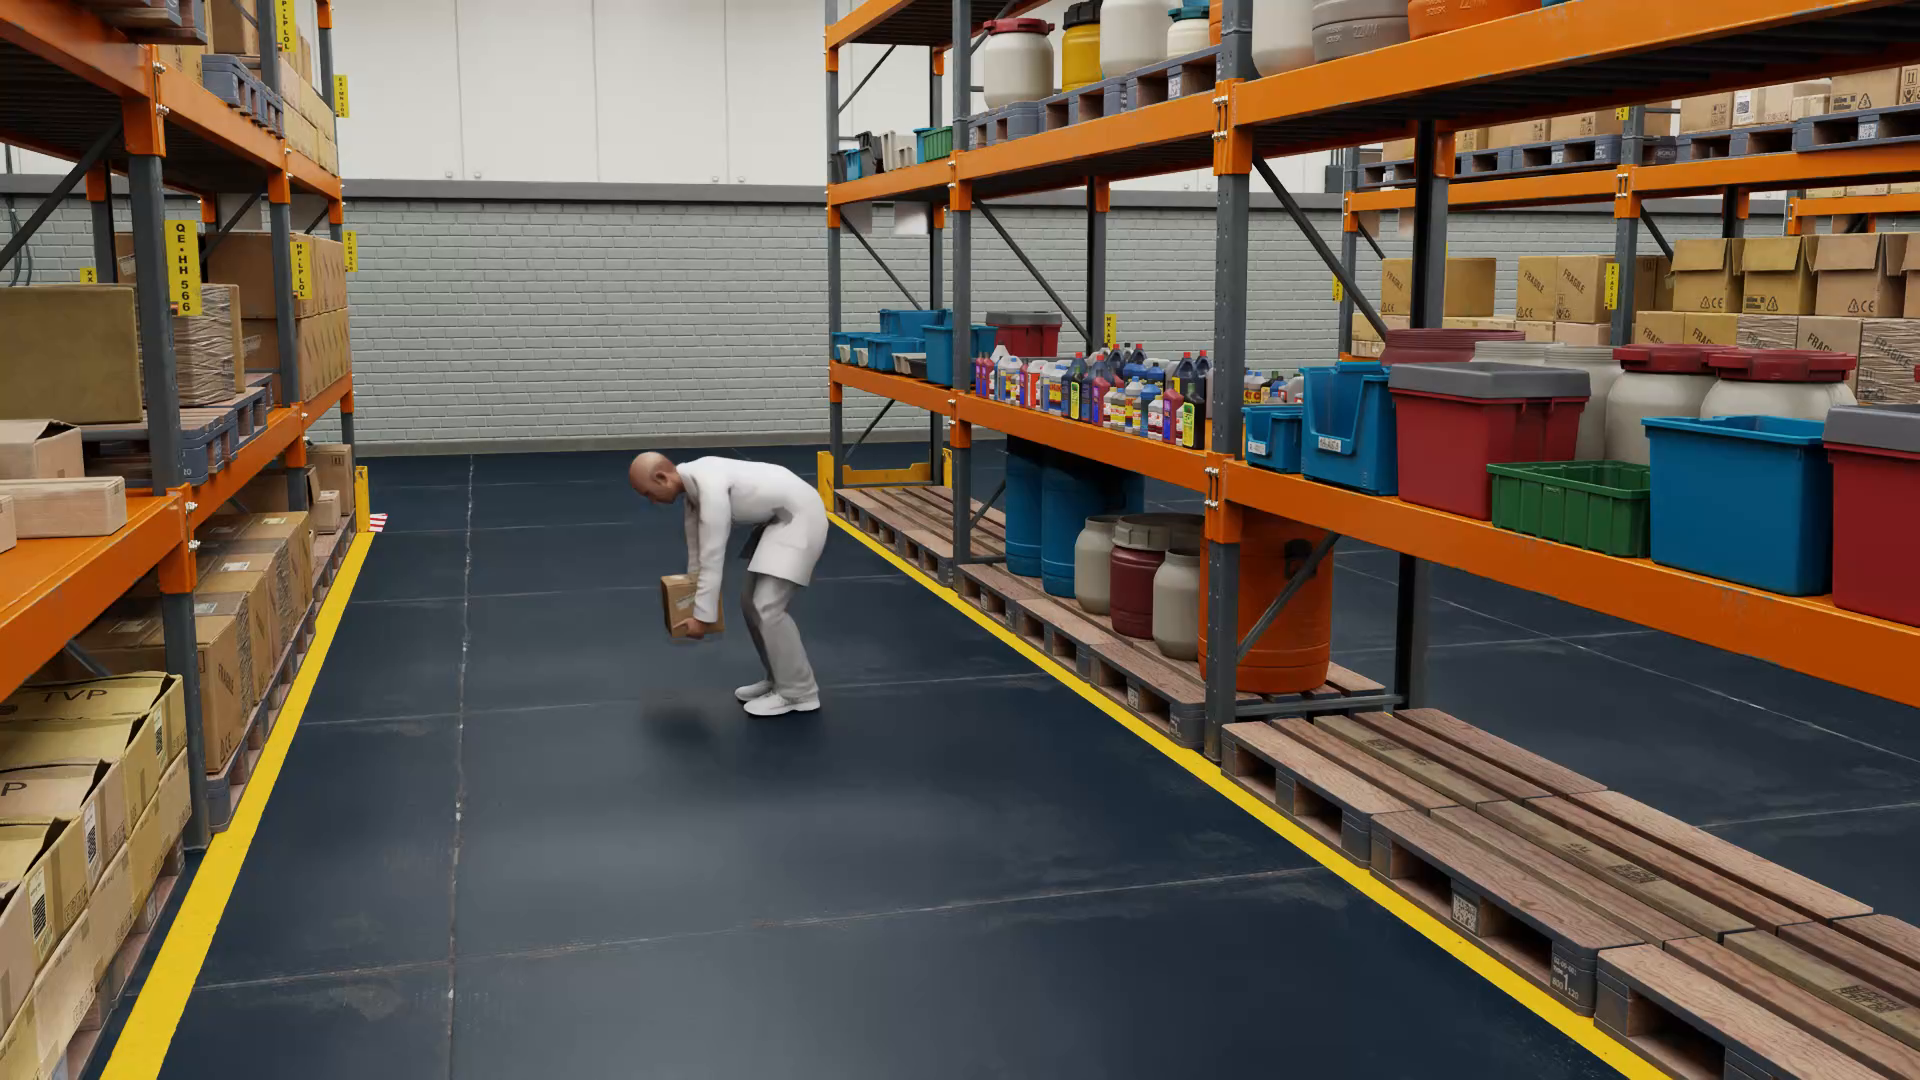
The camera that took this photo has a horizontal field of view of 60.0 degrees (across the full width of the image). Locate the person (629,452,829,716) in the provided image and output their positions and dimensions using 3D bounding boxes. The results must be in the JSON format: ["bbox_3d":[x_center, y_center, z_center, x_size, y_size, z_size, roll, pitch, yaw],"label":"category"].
[{"bbox_3d":[-1.084,0.211,7.874,0.929,1.219,0.559,-3,10,-18],"label":"person"}]
